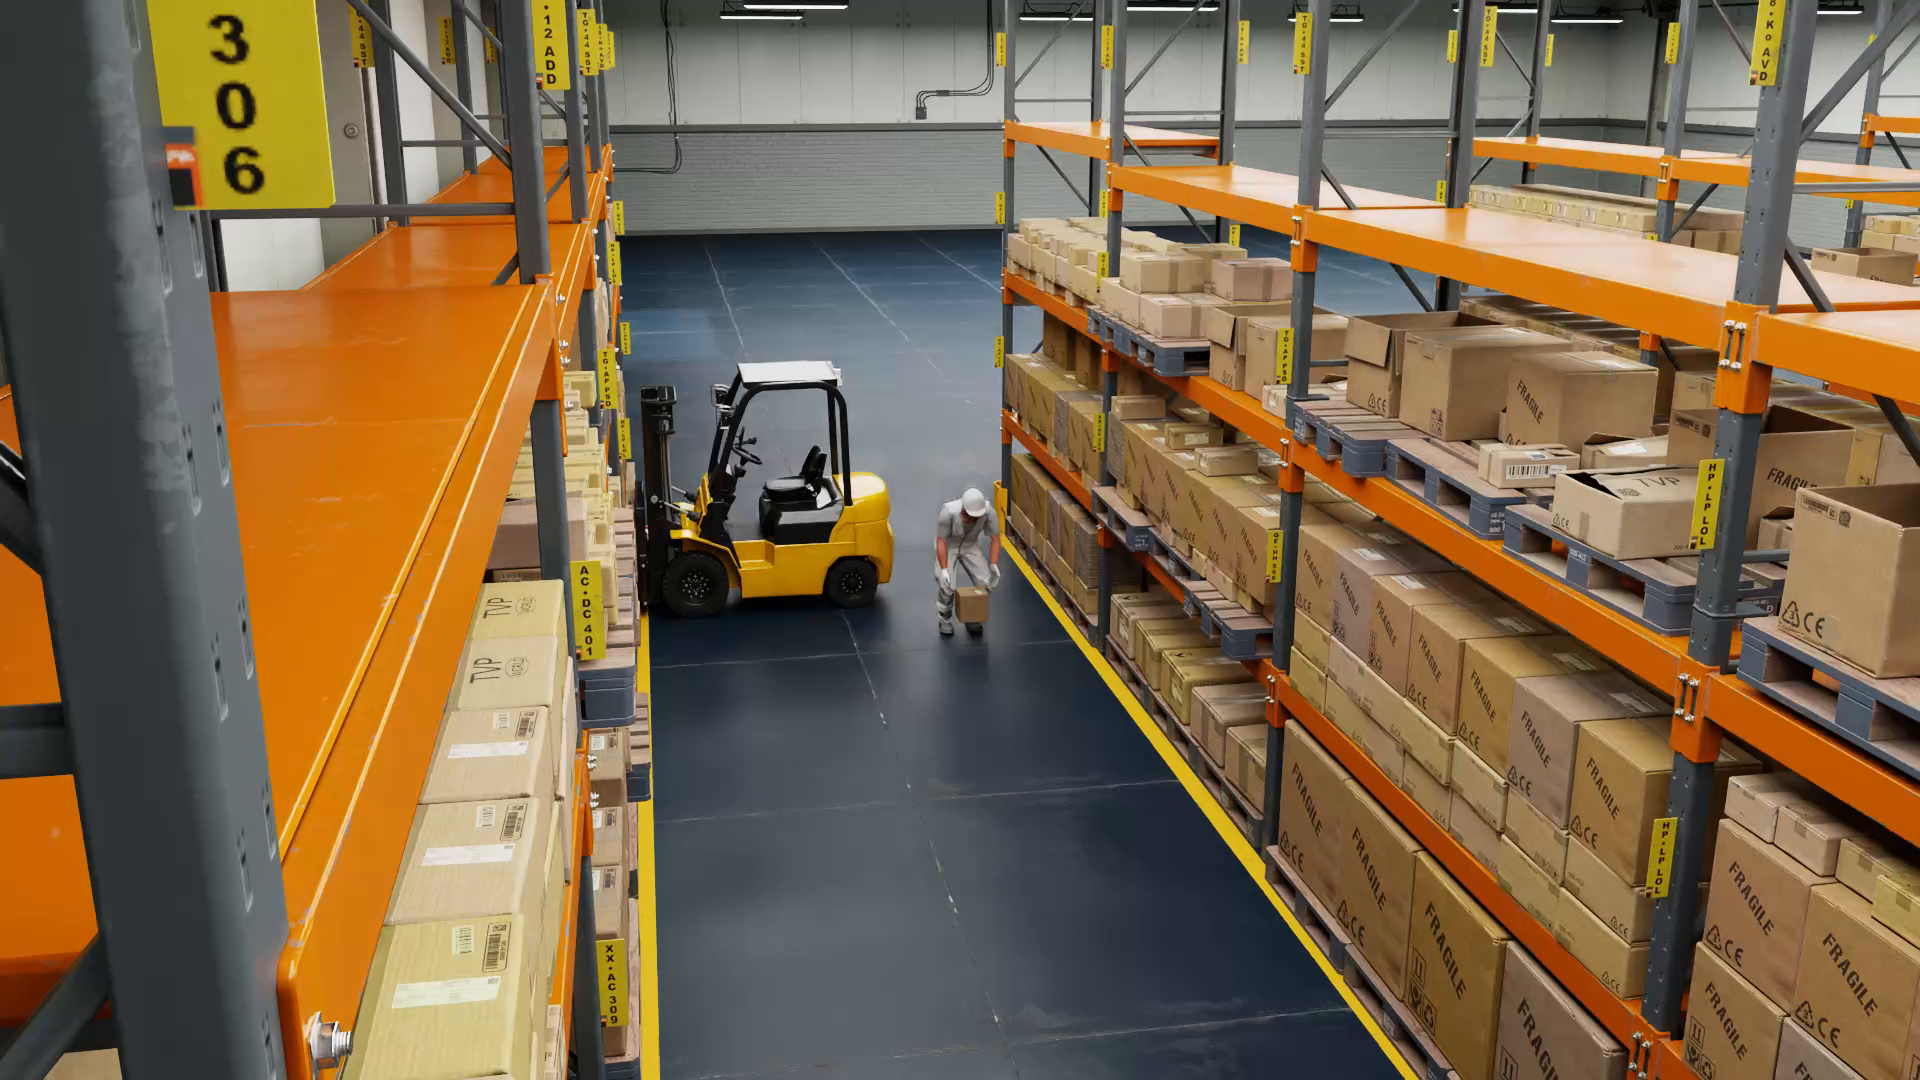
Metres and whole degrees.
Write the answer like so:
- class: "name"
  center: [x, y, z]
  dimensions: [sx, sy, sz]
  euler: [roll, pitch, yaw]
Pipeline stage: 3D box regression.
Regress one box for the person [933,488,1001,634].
- class: "person"
  center: [0.059, 0.154, 14.688]
  dimensions: [0.585, 1.384, 0.780]
  euler: [-3, 17, -12]
